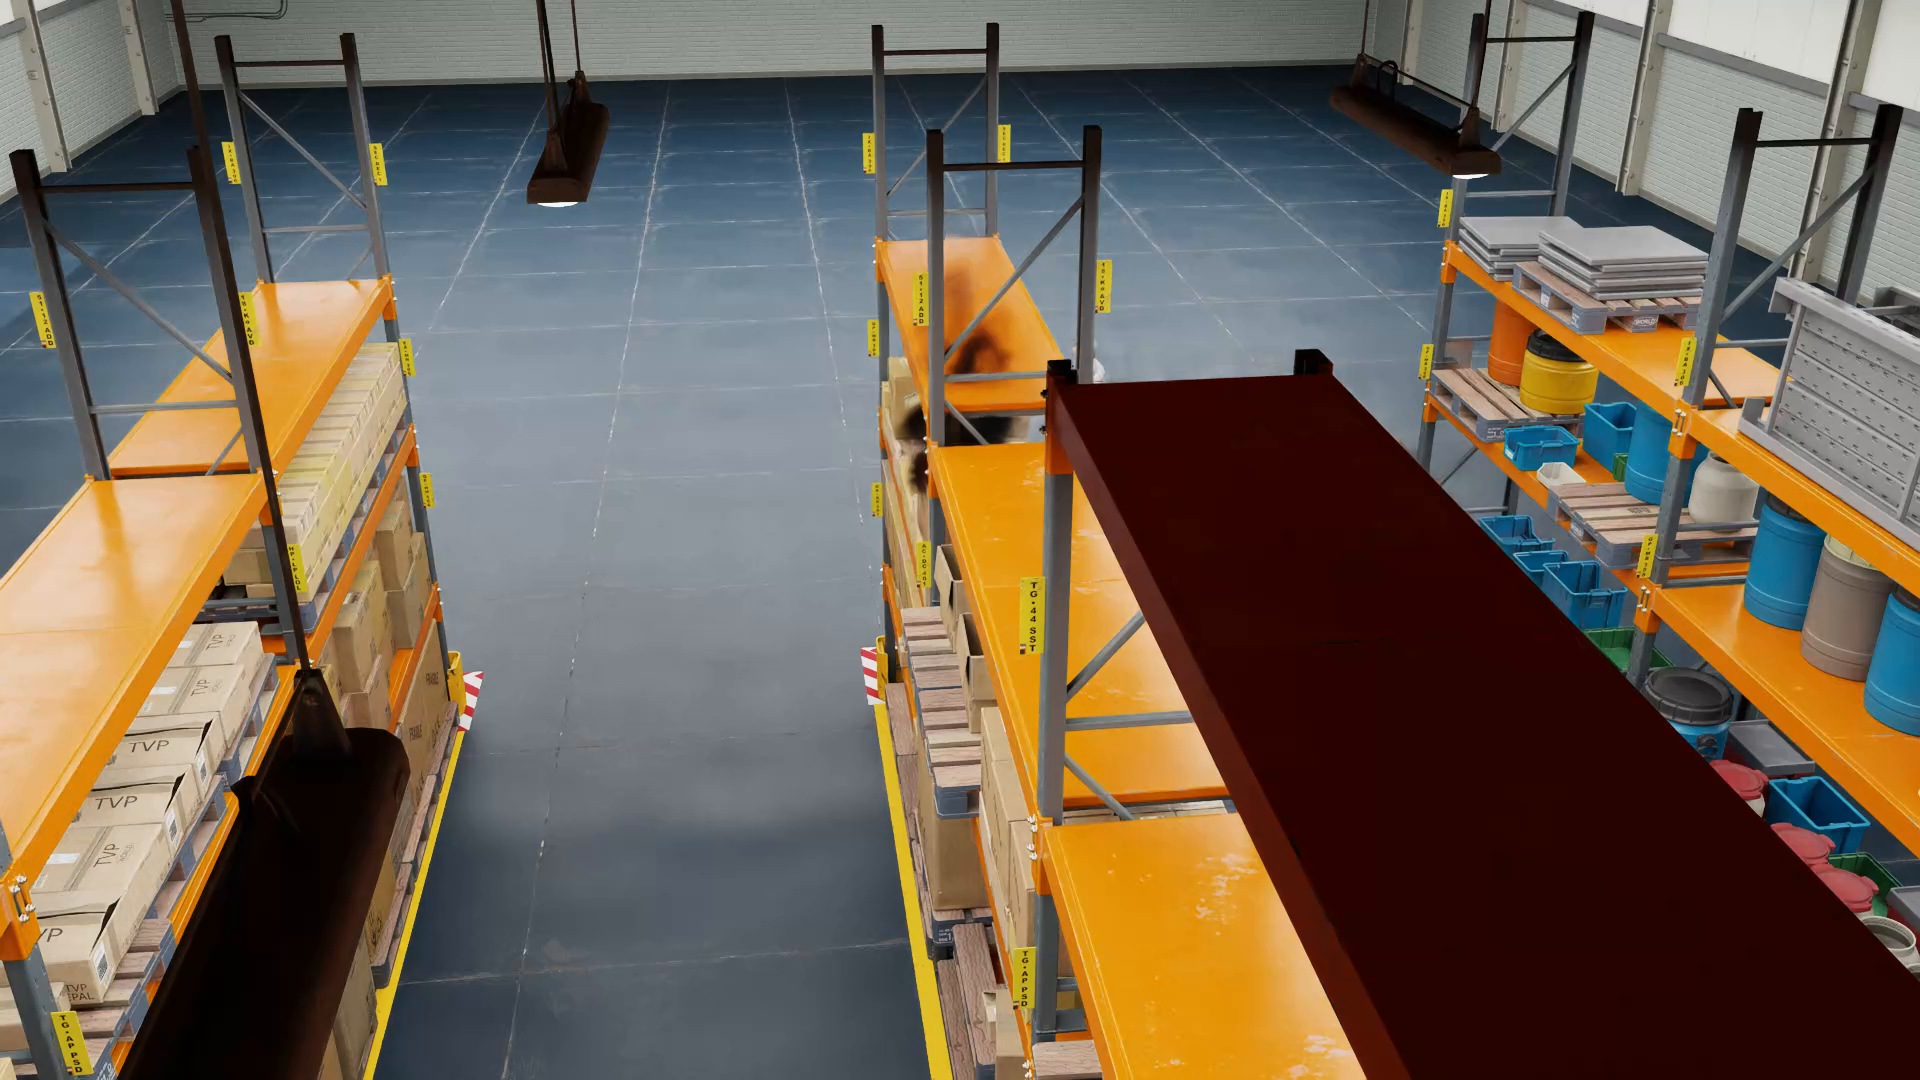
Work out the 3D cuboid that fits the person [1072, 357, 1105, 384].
[{"bbox_3d":[3.222,-0.331,17.530,5.379,1.408,5.285,7,26,14],"label":"person"}]
